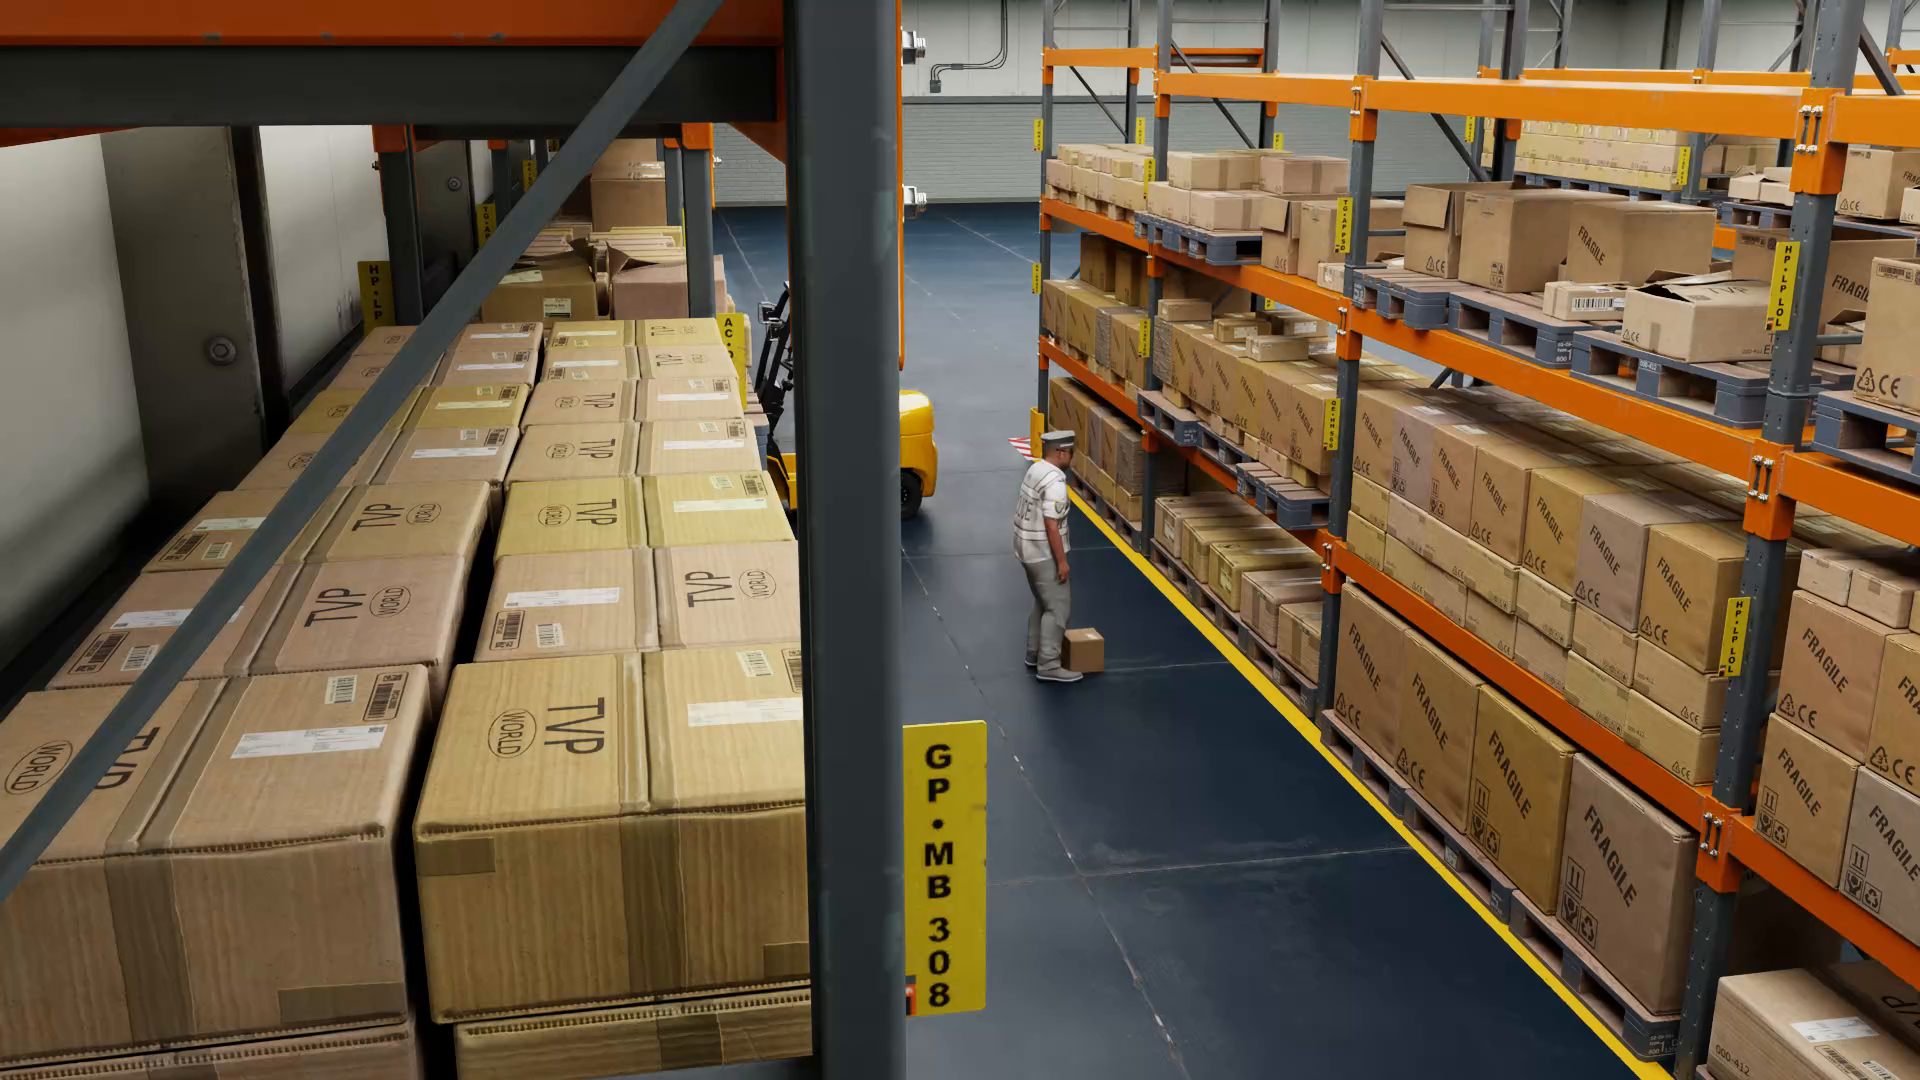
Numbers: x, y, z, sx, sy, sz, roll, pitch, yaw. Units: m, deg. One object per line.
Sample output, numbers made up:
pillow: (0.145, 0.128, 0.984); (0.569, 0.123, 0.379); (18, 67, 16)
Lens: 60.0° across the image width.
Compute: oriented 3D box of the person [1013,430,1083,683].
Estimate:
person: (0.605, 0.097, 11.689); (0.435, 1.747, 0.587); (-4, 17, -13)
